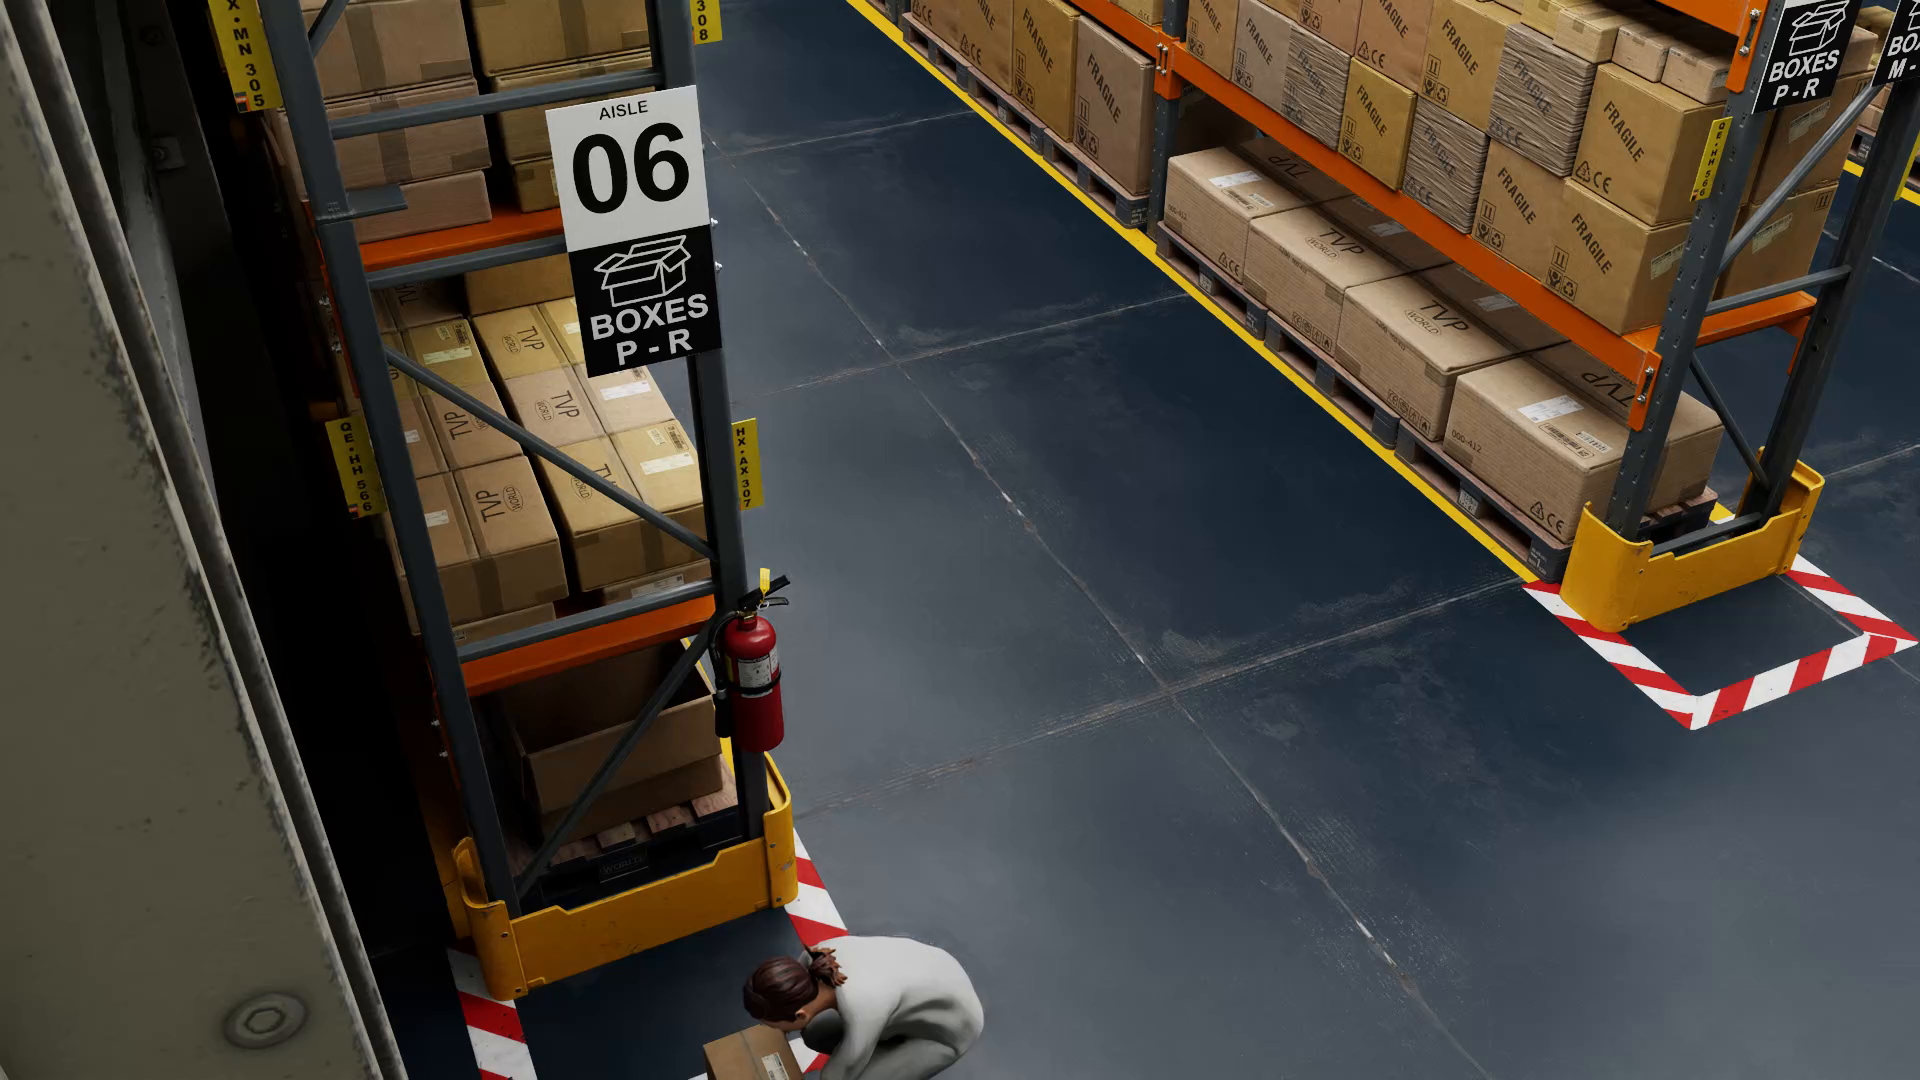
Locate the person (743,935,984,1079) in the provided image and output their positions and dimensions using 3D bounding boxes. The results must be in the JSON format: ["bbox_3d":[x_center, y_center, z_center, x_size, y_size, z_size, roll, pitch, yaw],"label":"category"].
[{"bbox_3d":[-0.322,1.551,5.236,0.811,0.937,0.486,-12,39,-16],"label":"person"}]
